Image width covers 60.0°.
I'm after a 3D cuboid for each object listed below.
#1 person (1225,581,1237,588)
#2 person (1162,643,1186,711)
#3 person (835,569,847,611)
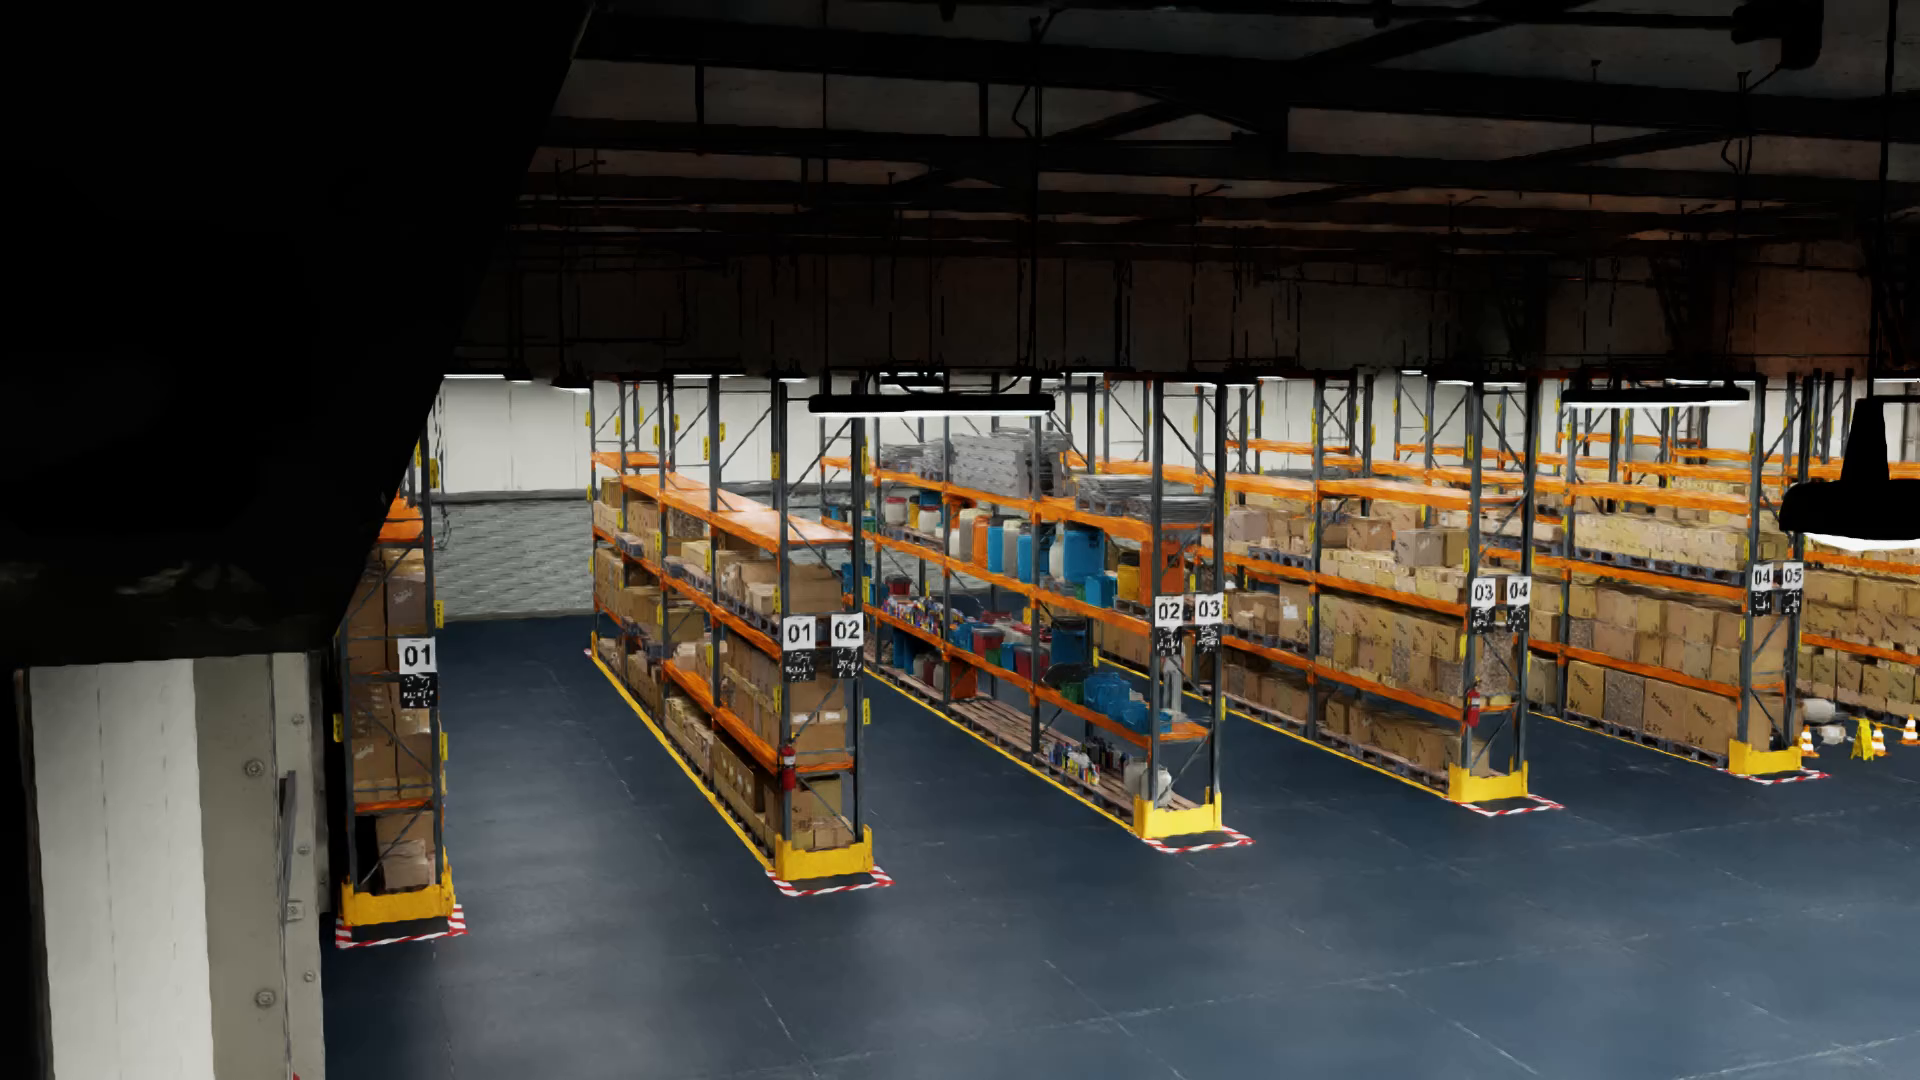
[{"bbox_3d":[5.519,1.667,34.159,0.543,1.700,1.119,-3,7,-22],"label":"person"},{"bbox_3d":[3.706,2.287,28.698,0.496,1.675,0.441,5,8,40],"label":"person"},{"bbox_3d":[-2.635,1.467,35.855,0.654,1.659,0.528,3,7,26],"label":"person"}]
